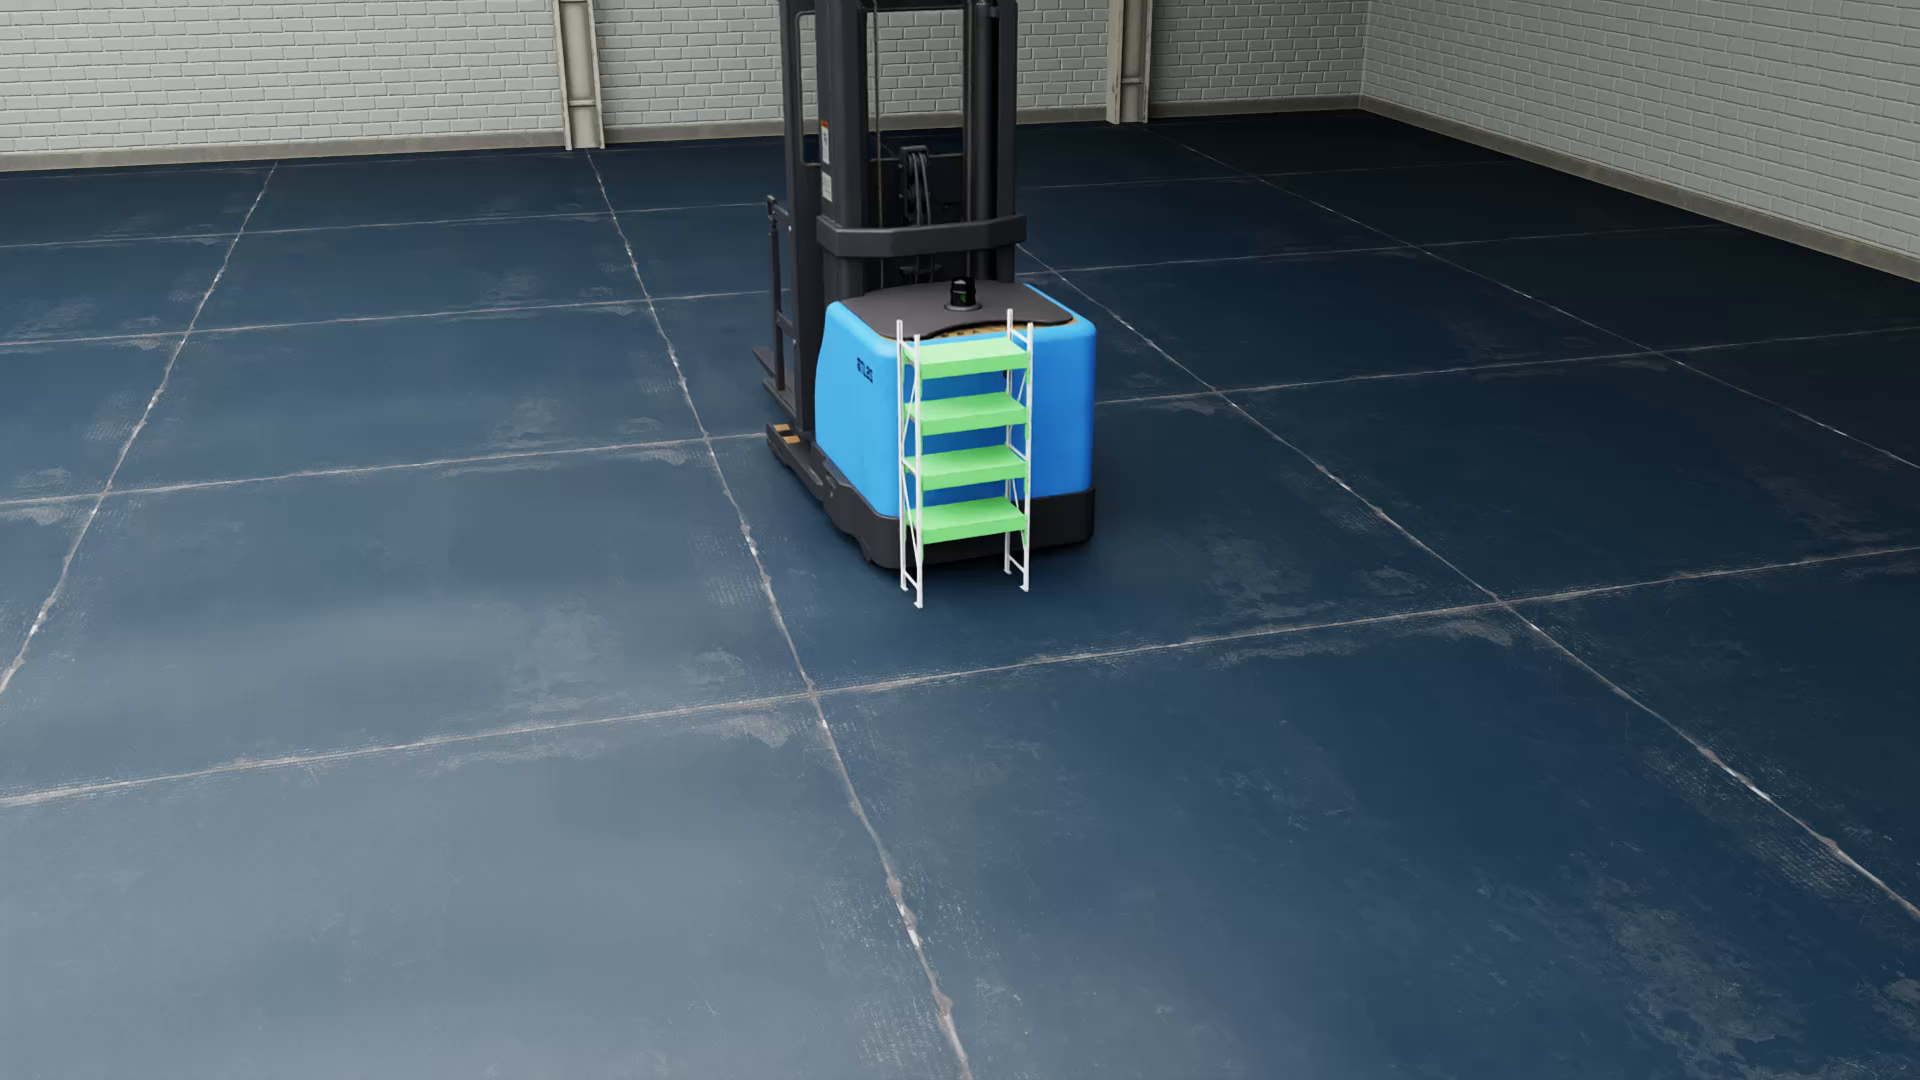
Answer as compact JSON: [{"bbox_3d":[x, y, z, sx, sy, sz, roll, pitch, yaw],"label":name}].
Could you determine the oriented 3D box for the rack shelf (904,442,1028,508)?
[{"bbox_3d":[0.019,-0.278,7.039,0.480,0.148,0.258,-8,25,-19],"label":"rack shelf"}]

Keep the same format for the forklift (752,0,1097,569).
[{"bbox_3d":[-0.379,-1.774,8.167,1.130,2.935,3.031,-8,25,-19],"label":"forklift"}]

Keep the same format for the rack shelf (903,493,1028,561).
[{"bbox_3d":[0.019,-0.058,7.134,0.480,0.148,0.258,-8,25,-19],"label":"rack shelf"}]

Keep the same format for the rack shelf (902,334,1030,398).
[{"bbox_3d":[0.020,-0.719,6.849,0.480,0.148,0.258,-8,25,-19],"label":"rack shelf"}]

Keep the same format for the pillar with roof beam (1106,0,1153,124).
[{"bbox_3d":[3.044,-7.229,13.185,0.400,9.000,9.100,-6,24,-14],"label":"pillar with roof beam"}]

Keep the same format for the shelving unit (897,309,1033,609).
[{"bbox_3d":[0.020,-0.337,7.013,0.503,1.200,0.258,-8,25,-19],"label":"shelving unit"}]

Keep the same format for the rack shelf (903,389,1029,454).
[{"bbox_3d":[0.020,-0.499,6.944,0.480,0.148,0.258,-8,25,-19],"label":"rack shelf"}]

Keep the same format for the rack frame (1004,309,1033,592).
[{"bbox_3d":[0.248,-0.371,7.092,0.015,1.200,0.240,-8,25,-19],"label":"rack frame"}]

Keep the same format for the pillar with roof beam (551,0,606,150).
[{"bbox_3d":[-2.733,-6.590,11.695,0.400,9.000,9.100,-6,24,-14],"label":"pillar with roof beam"}]

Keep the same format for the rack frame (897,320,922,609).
[{"bbox_3d":[-0.209,-0.303,6.935,0.015,1.200,0.240,-8,25,-19],"label":"rack frame"}]
